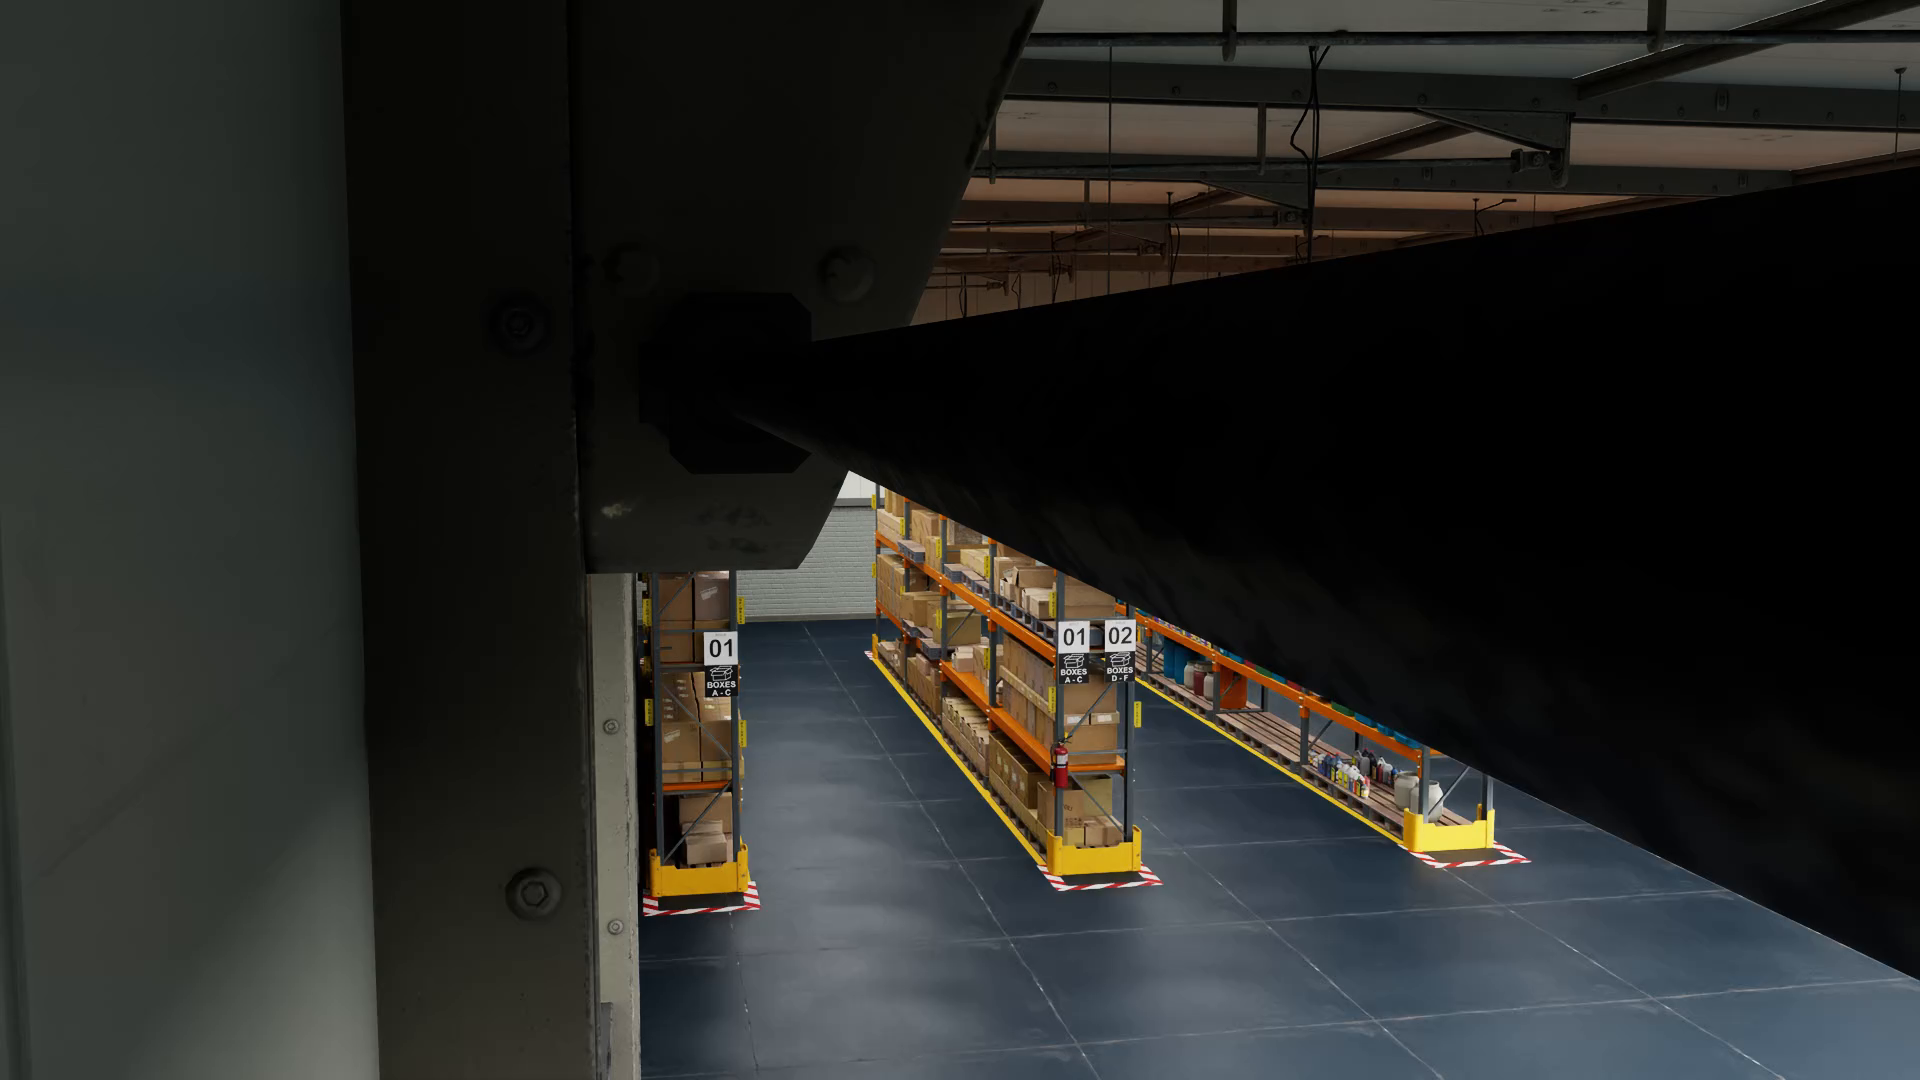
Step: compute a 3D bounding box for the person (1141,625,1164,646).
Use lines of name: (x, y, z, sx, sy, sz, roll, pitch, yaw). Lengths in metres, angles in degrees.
person: (4.495, 1.569, 38.437, 0.941, 1.669, 0.585, 5, 8, 43)
